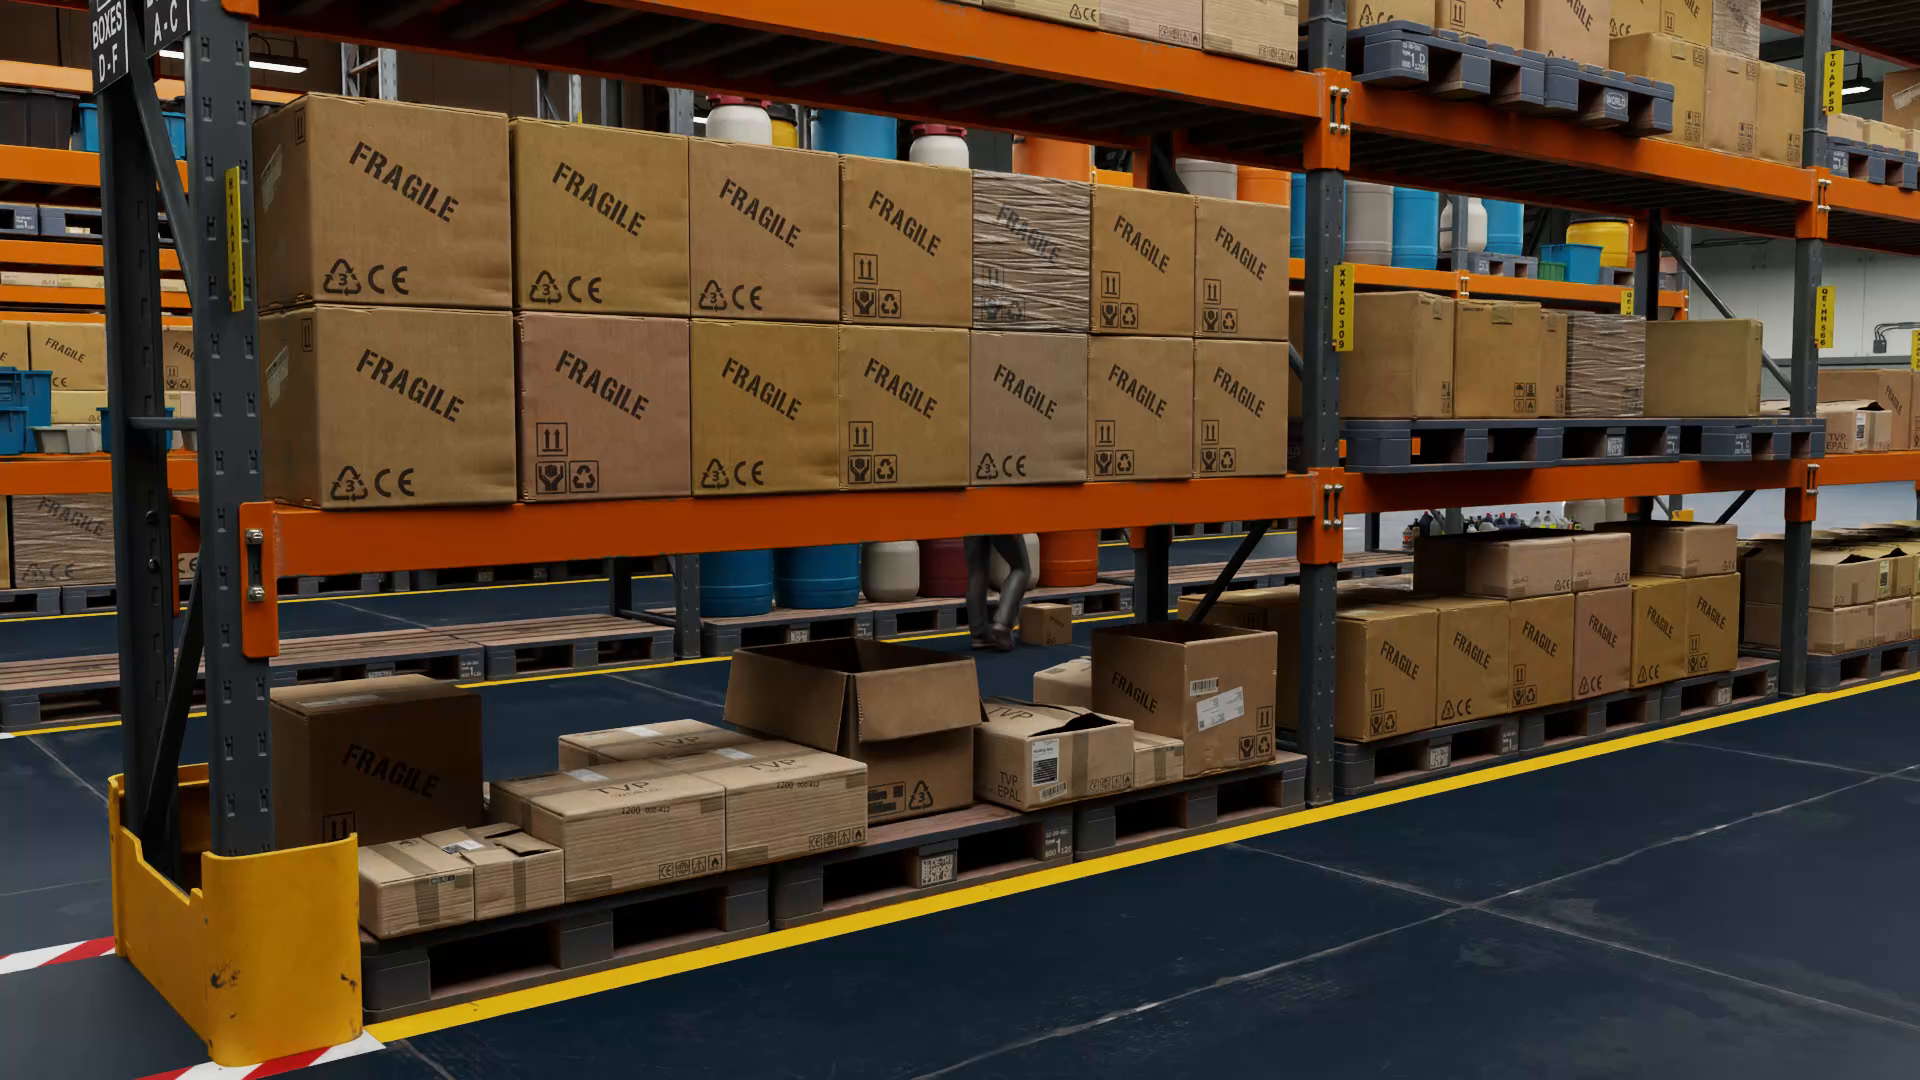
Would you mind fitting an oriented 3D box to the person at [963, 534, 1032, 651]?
[{"bbox_3d":[0.194,-0.105,10.790,0.504,1.693,0.391,3,5,36],"label":"person"}]
